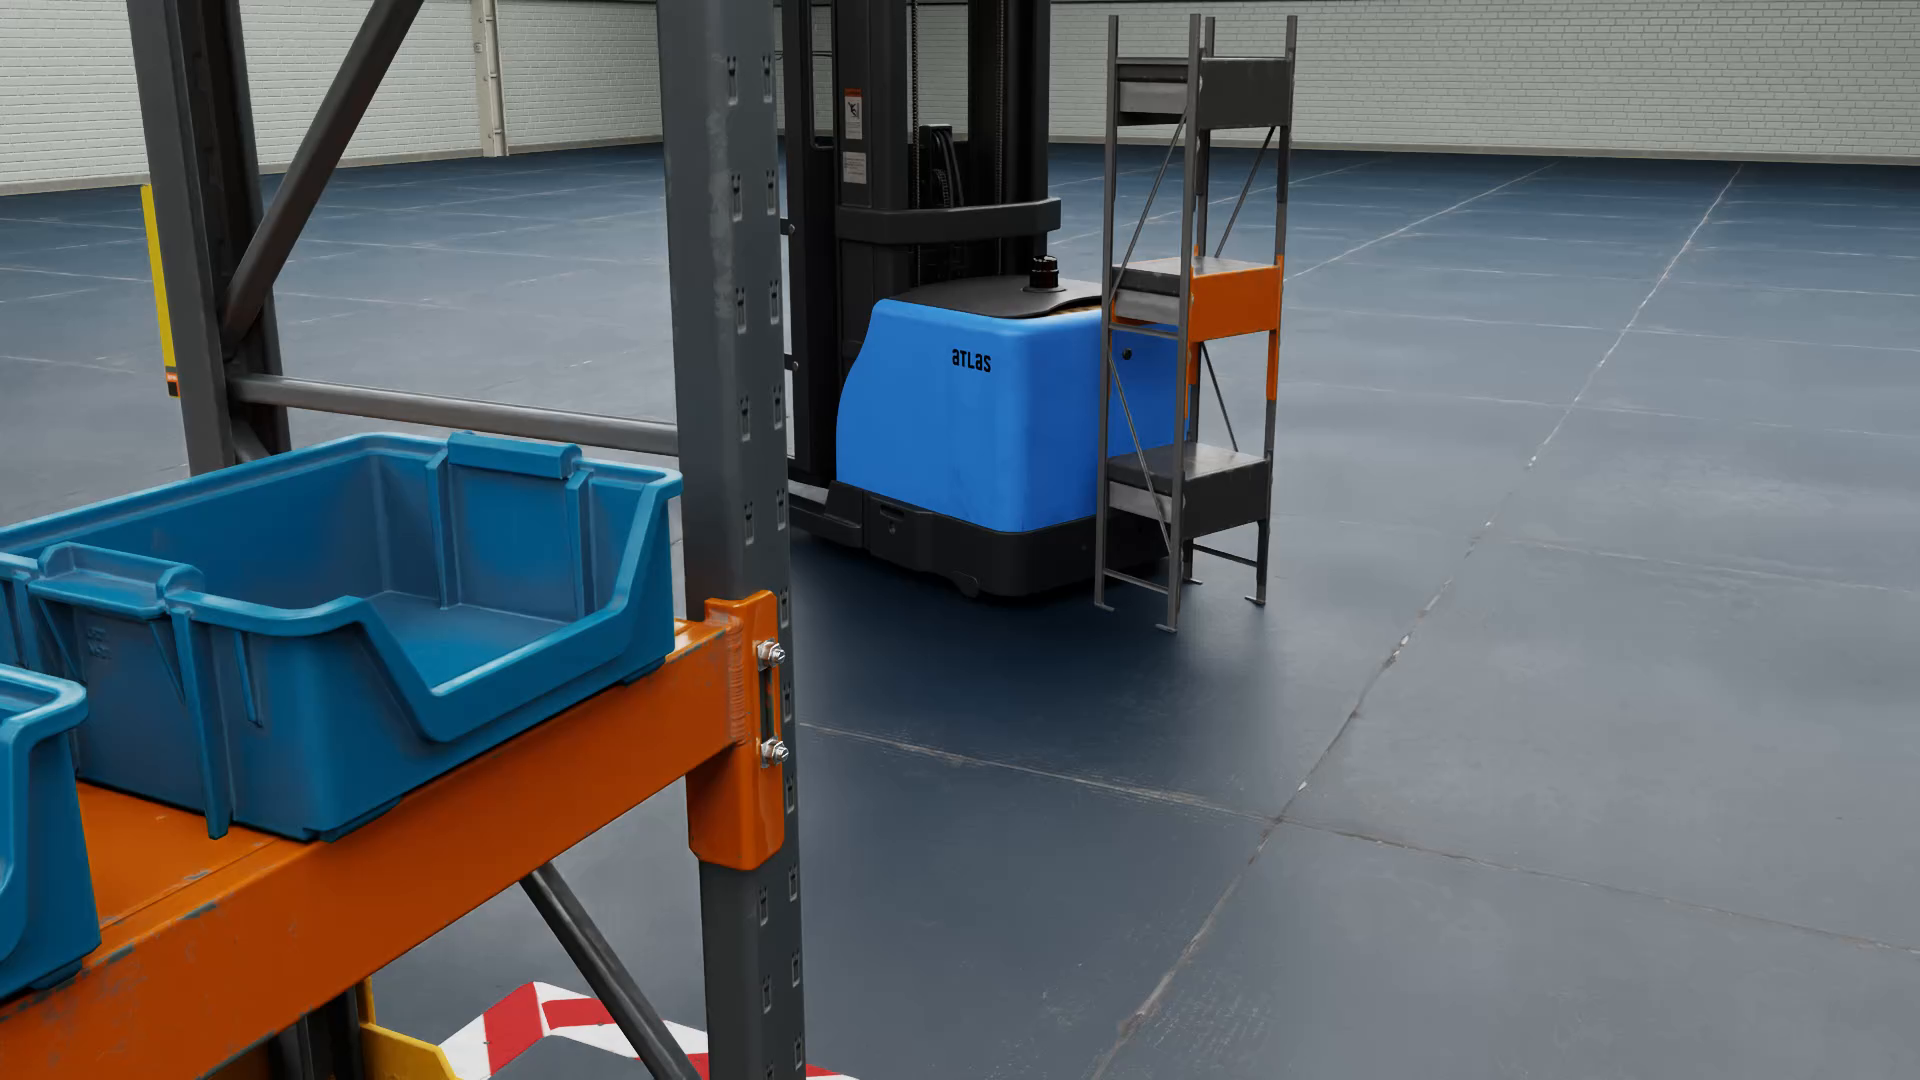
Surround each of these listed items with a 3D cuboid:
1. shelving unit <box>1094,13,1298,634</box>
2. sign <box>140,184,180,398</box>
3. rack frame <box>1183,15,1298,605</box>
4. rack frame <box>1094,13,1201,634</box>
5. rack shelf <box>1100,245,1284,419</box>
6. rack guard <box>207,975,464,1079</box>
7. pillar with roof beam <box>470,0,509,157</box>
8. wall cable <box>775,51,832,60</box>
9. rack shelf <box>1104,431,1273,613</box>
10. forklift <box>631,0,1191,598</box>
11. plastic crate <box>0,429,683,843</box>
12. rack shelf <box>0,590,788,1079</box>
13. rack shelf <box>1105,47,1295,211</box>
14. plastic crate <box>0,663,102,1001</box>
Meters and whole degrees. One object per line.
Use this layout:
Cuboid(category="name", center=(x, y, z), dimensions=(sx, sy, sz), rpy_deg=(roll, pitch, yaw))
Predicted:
Cuboid(category="shelving unit", center=(0.821, -0.764, 5.908), dimensions=(0.503, 2.100, 0.431), rpy_deg=(-14, 21, -39))
Cuboid(category="sign", center=(-1.188, -0.374, 2.528), dimensions=(0.100, 0.325, 0.005), rpy_deg=(8, 18, 25))
Cuboid(category="rack frame", center=(1.007, -0.809, 6.060), dimensions=(0.015, 2.100, 0.400), rpy_deg=(-14, 21, -39))
Cuboid(category="rack frame", center=(0.636, -0.718, 5.756), dimensions=(0.015, 2.100, 0.400), rpy_deg=(-14, 21, -39))
Cuboid(category="rack shelf", center=(0.821, -0.751, 5.911), dimensions=(0.480, 0.518, 0.431), rpy_deg=(-14, 21, -39))
Cuboid(category="rack guard", center=(-0.689, 1.054, 2.598), dimensions=(1.175, 0.500, 0.348), rpy_deg=(8, 18, 25))
Cuboid(category="pillar with roof beam", center=(-4.978, -11.070, 28.490), dimensions=(9.100, 9.000, 0.400), rpy_deg=(8, 18, 25))
Cuboid(category="wall cable", center=(-3.649, -12.240, 37.882), dimensions=(3.097, 2.526, 0.112), rpy_deg=(8, 18, 25))
Cuboid(category="rack shelf", center=(0.821, -0.080, 6.111), dimensions=(0.480, 0.518, 0.431), rpy_deg=(-14, 21, -39))
Cuboid(category="forklift", center=(-0.409, -1.540, 7.062), dimensions=(1.130, 2.935, 3.031), rpy_deg=(-14, 21, -39))
Cuboid(category="plastic crate", center=(-0.654, 0.067, 1.792), dimensions=(0.499, 0.251, 0.616), rpy_deg=(8, 18, 25))
Cuboid(category="rack shelf", center=(-1.591, 0.684, 0.715), dimensions=(1.077, 0.370, 4.000), rpy_deg=(8, 18, 25))
Cuboid(category="rack shelf", center=(0.821, -1.422, 5.712), dimensions=(0.480, 0.518, 0.431), rpy_deg=(-14, 21, -39))
Cuboid(category="plastic crate", center=(-0.949, 0.232, 1.237), dimensions=(0.499, 0.251, 0.408), rpy_deg=(8, 18, 25))
